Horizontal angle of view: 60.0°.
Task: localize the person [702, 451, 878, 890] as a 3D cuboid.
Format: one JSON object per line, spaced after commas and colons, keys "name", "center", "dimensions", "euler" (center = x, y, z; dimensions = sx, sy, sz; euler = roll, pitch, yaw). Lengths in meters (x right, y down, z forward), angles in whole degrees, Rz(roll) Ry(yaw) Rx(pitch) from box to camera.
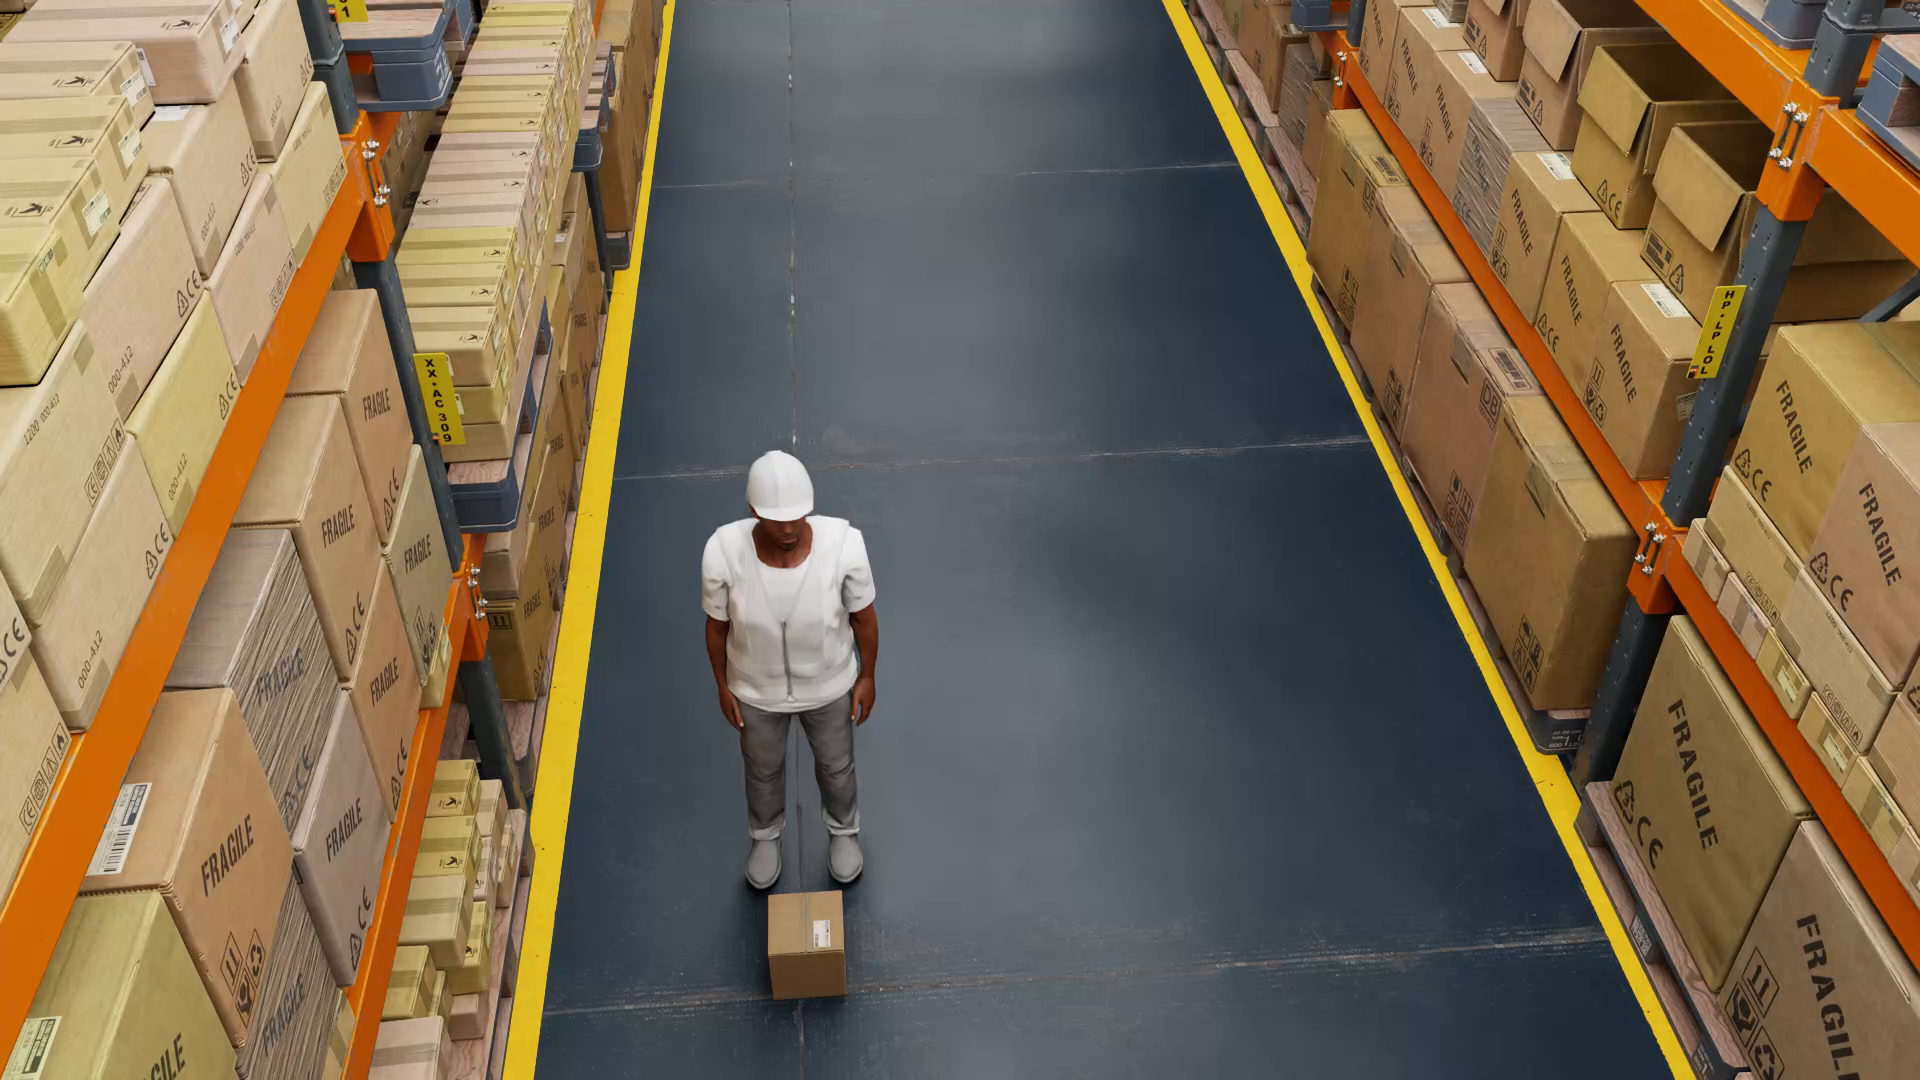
{"name": "person", "center": [-0.549, 0.466, 5.549], "dimensions": [0.564, 1.767, 0.359], "euler": [-3, 39, -3]}
